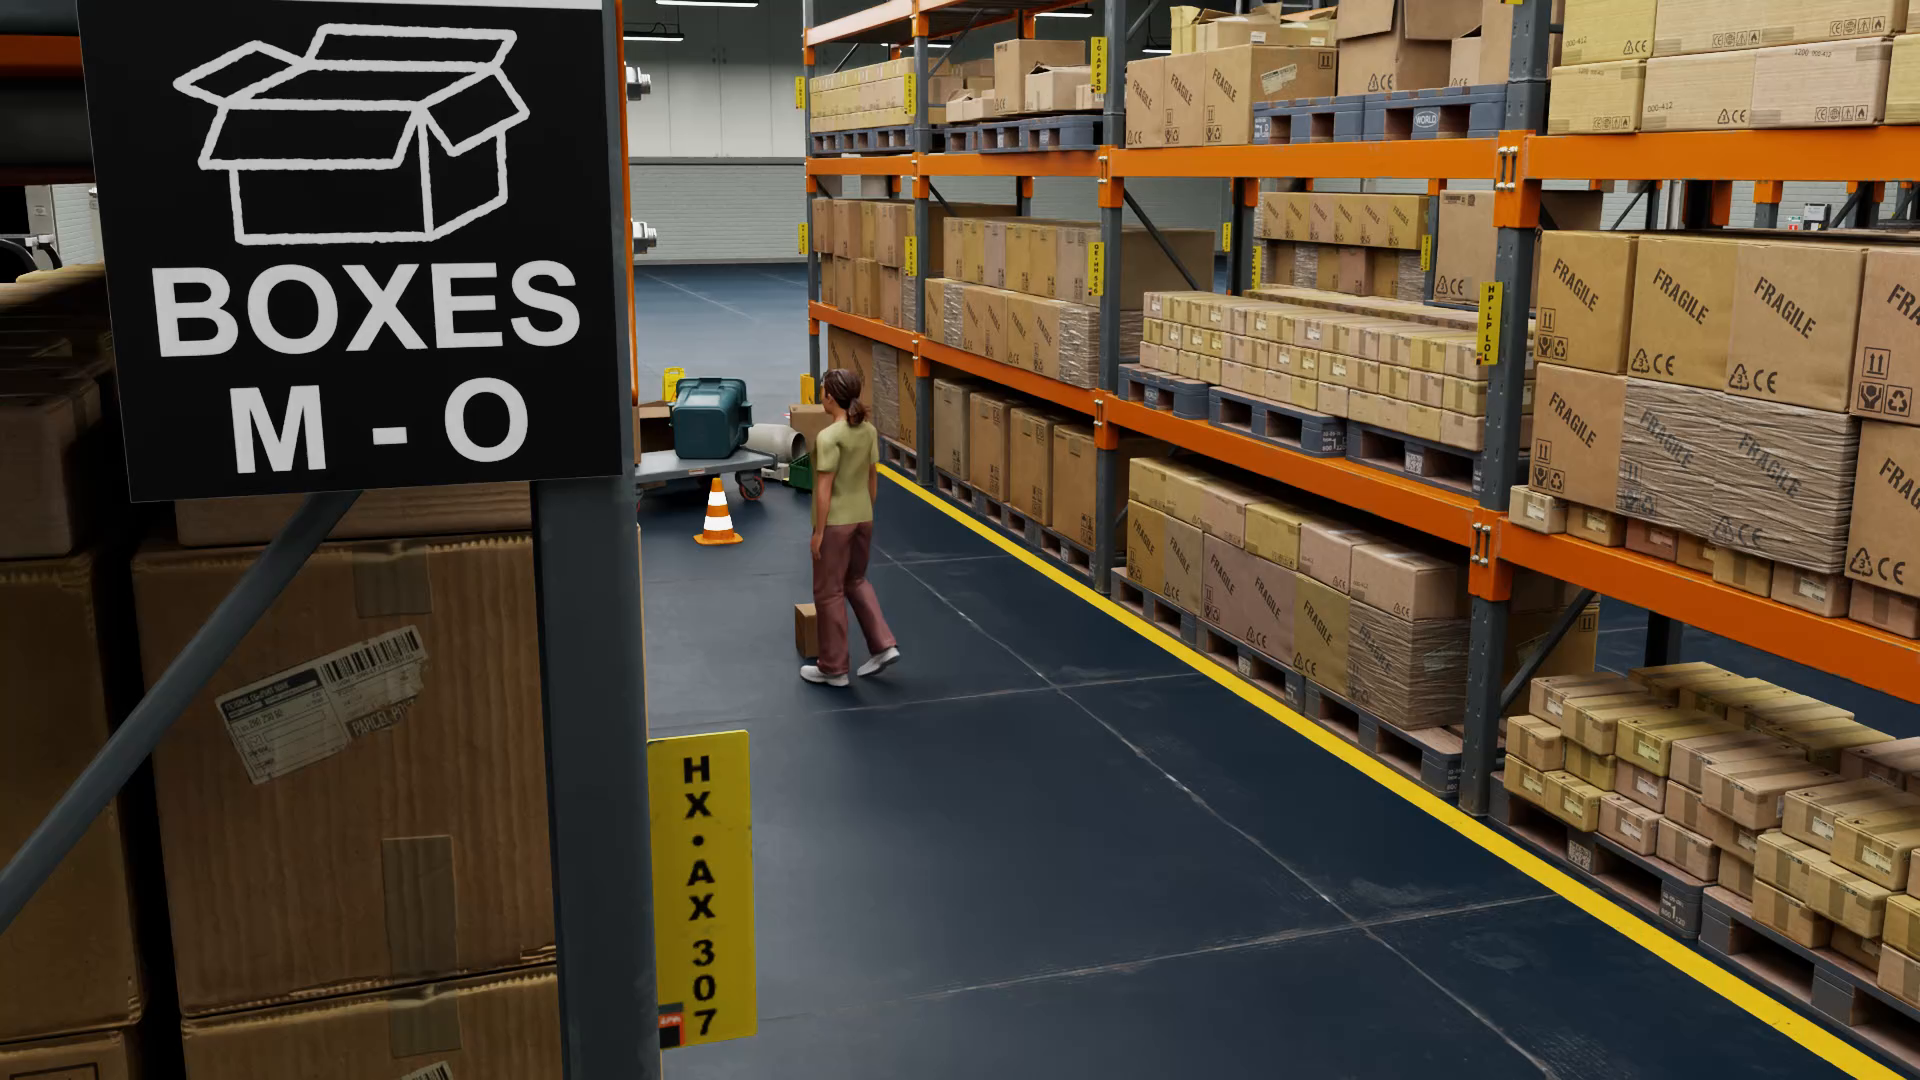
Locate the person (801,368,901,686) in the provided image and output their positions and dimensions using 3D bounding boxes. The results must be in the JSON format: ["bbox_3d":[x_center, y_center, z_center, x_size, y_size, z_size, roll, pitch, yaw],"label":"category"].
[{"bbox_3d":[-0.609,-0.060,8.728,0.465,1.687,0.480,10,16,39],"label":"person"}]
